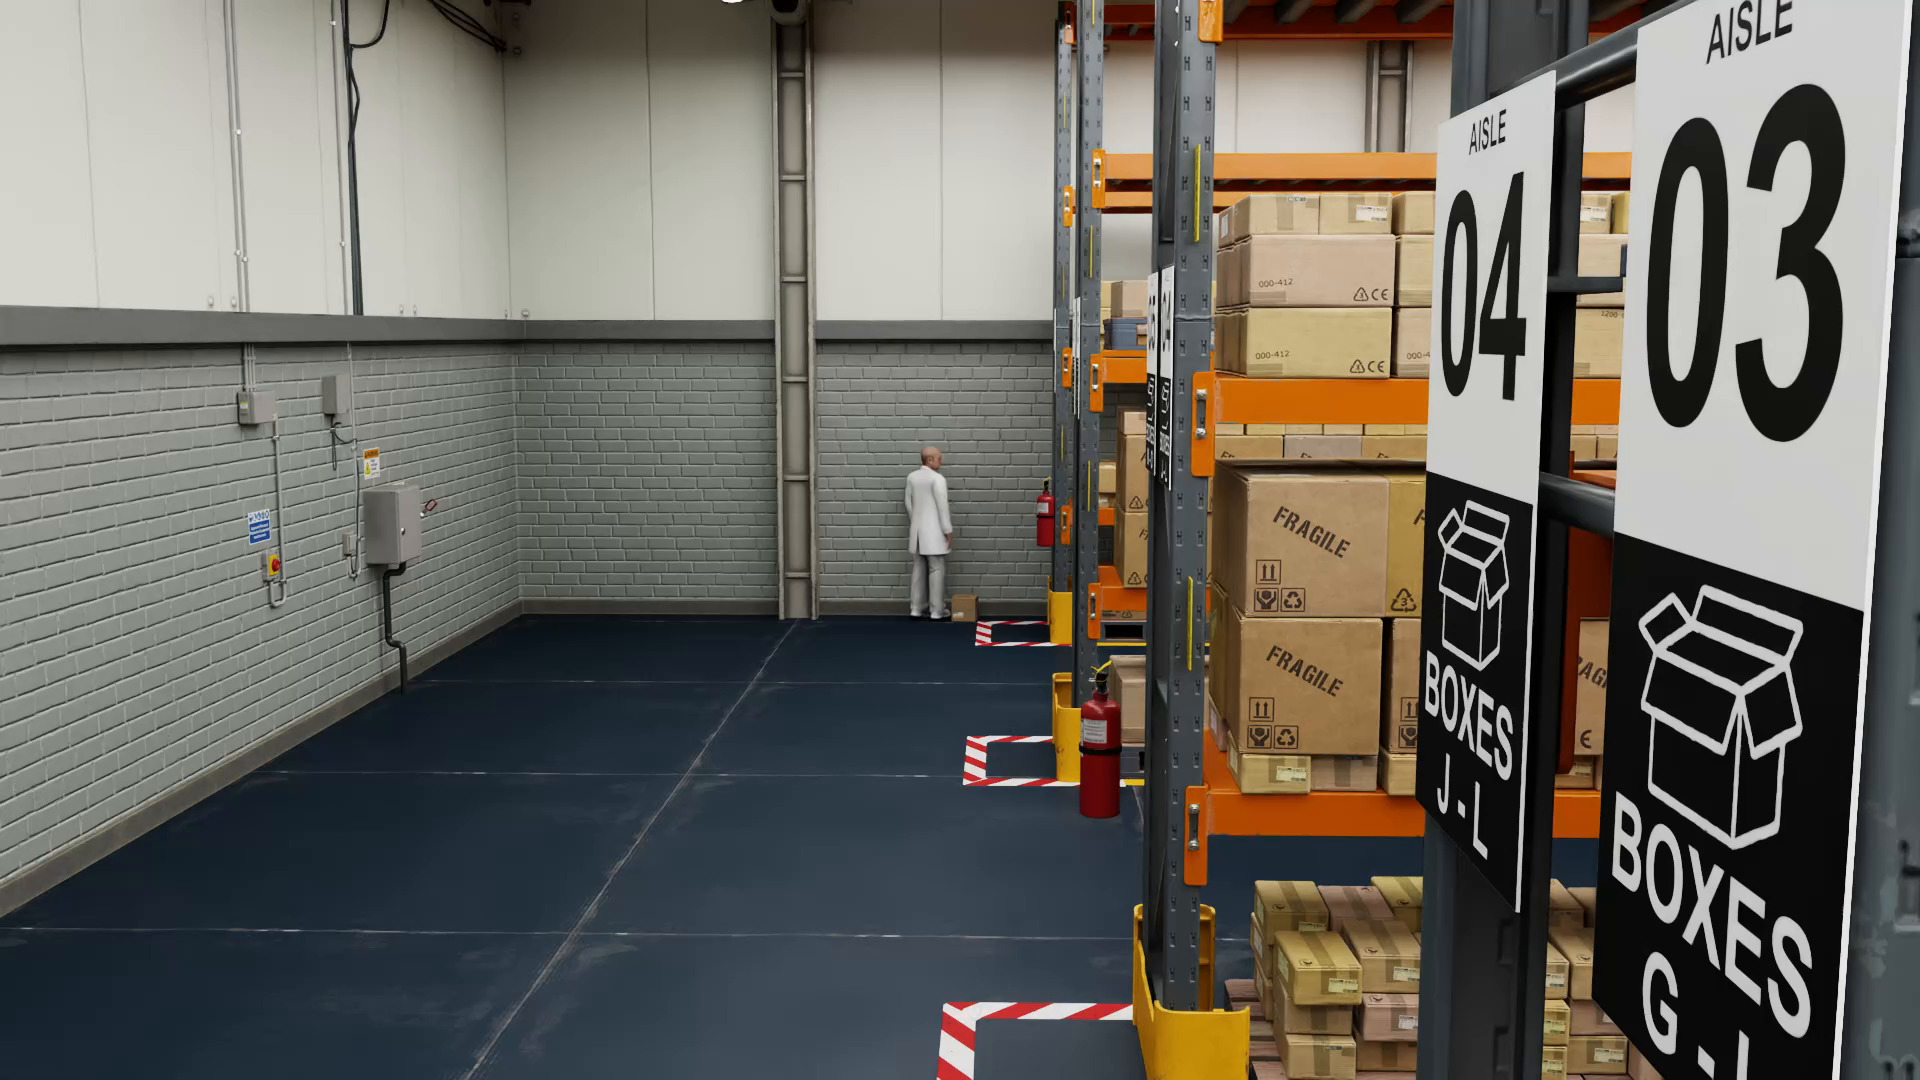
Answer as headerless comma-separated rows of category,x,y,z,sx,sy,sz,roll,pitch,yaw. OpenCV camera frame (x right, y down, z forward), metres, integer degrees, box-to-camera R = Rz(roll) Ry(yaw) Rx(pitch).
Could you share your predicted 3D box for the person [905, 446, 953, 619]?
person,-0.280,-0.071,17.253,0.427,1.809,0.626,-6,9,-42
